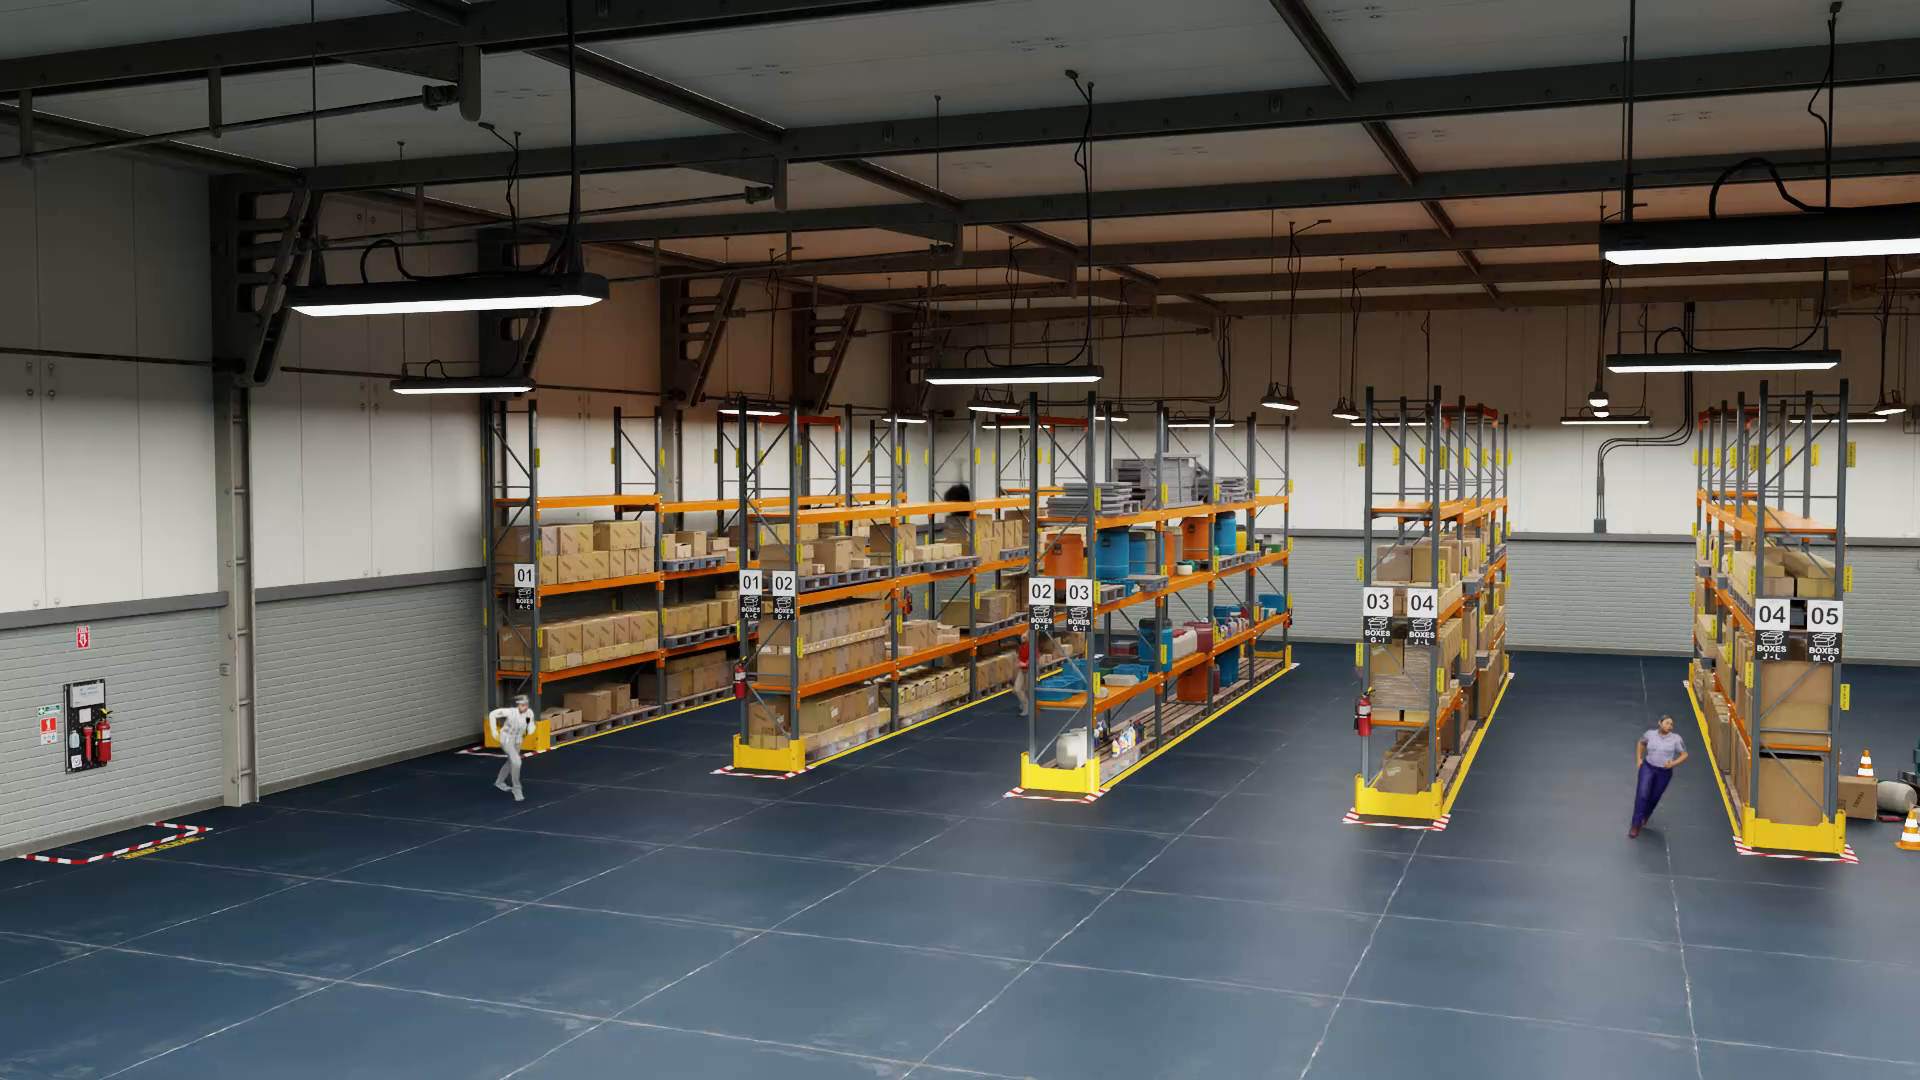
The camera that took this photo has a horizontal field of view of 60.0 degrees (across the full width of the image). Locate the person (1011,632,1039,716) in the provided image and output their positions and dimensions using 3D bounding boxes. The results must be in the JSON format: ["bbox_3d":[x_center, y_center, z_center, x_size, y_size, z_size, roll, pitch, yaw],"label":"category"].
[{"bbox_3d":[1.328,2.590,32.490,0.785,1.636,0.669,3,4,43],"label":"person"}]

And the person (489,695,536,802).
[{"bbox_3d":[-6.609,3.042,24.419,0.657,1.611,0.942,-3,4,-44],"label":"person"}]

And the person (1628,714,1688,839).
[{"bbox_3d":[9.272,3.108,22.139,0.745,1.615,0.826,1,3,16],"label":"person"}]

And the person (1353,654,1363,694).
[{"bbox_3d":[7.812,2.673,31.894,0.508,1.527,0.673,1,3,11],"label":"person"}]
